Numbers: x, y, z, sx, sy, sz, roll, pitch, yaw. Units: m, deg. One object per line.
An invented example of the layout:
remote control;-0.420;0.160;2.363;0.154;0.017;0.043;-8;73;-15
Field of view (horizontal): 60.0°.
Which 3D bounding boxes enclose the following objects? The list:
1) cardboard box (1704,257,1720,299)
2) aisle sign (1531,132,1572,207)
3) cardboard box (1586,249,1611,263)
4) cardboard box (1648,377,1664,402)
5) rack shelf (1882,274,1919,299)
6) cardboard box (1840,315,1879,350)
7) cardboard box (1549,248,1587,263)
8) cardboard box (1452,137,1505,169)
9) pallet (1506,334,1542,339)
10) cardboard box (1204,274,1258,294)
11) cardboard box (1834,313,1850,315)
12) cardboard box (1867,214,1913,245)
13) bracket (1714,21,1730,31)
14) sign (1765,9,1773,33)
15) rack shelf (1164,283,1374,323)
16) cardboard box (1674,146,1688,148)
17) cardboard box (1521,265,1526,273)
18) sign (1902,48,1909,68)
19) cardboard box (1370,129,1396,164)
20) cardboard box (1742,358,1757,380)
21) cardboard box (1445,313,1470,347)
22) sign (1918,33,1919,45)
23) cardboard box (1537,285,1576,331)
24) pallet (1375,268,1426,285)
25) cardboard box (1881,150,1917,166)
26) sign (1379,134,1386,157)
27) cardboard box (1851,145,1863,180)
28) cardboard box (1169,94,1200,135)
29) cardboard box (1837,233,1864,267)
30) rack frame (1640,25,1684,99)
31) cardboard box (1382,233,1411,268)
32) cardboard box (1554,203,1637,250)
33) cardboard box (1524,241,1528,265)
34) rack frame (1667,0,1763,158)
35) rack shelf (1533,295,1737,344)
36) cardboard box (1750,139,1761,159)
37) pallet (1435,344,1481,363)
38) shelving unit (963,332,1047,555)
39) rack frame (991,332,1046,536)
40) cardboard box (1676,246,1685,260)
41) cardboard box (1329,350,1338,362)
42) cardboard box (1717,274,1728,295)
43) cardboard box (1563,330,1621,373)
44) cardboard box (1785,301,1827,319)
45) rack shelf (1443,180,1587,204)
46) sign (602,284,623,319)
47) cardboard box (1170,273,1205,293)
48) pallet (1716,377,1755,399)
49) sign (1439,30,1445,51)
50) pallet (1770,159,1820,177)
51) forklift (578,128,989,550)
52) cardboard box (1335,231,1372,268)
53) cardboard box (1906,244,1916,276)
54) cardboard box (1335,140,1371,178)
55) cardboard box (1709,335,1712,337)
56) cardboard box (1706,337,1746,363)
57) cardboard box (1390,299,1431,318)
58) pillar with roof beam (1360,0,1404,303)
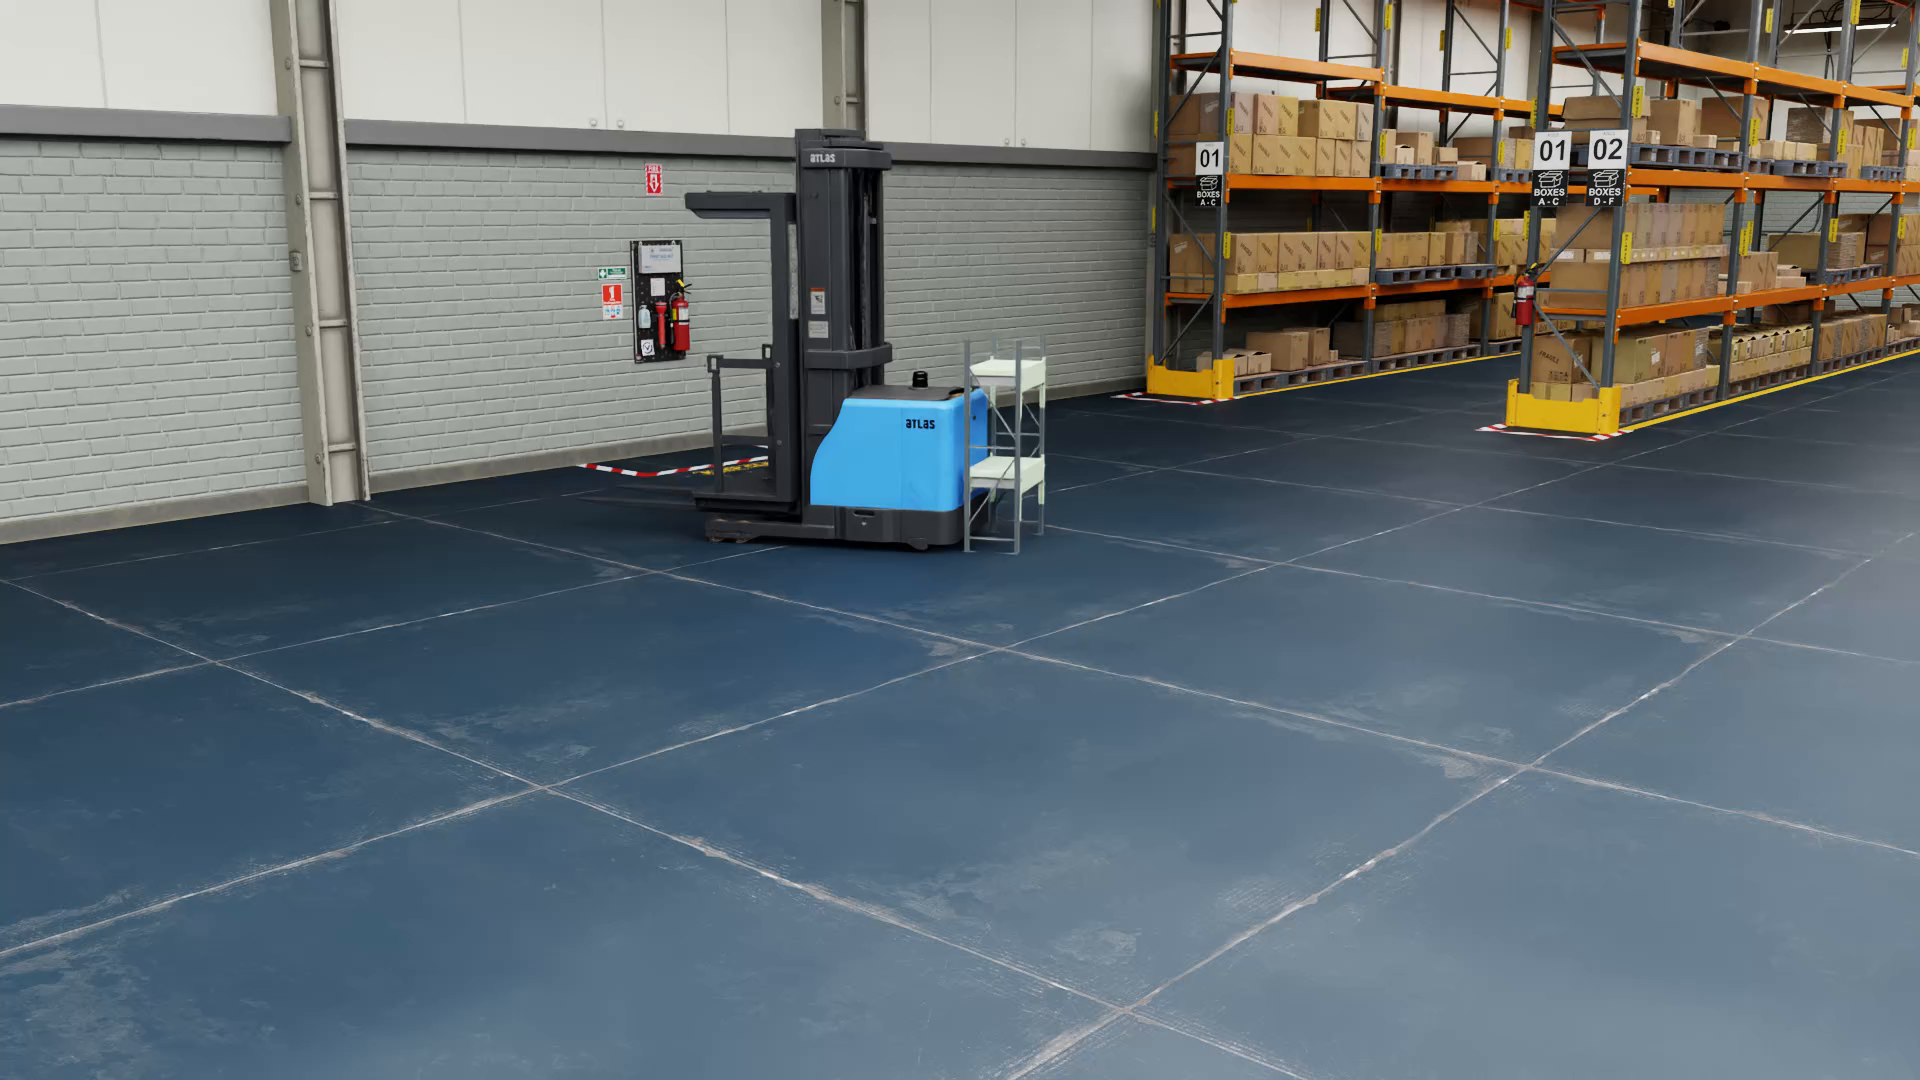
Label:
cardboard box;9.016;-3.281;20.726;0.700;0.500;0.500;9;15;39
aisle sign;6.400;-4.013;18.007;0.394;0.787;0.004;10;15;40
cardboard box;7.084;-3.107;18.196;0.380;0.149;0.250;10;15;40
cardboard box;7.842;-1.765;19.338;0.500;0.250;0.500;10;15;40
rack shelf;15.905;-4.417;28.503;1.077;0.370;4.000;10;15;40
cardboard box;14.142;-3.284;26.253;0.500;0.500;0.500;10;15;41
cardboard box;6.773;-3.158;18.451;0.380;0.149;0.250;9;15;39
cardboard box;8.492;-6.340;27.258;0.700;0.500;0.500;8;14;36
pallet;9.603;-3.444;28.916;1.003;0.211;1.213;10;15;40
cardboard box;3.501;-3.317;21.490;0.500;0.250;0.500;9;15;39
cardboard box;14.082;-3.426;26.962;0.500;0.500;0.500;9;14;38
cardboard box;15.107;-5.048;27.017;0.500;0.500;0.500;10;15;42
bracket;16.739;-11.284;36.540;0.235;0.232;0.430;10;15;40
sign;11.530;-7.394;23.670;0.100;0.325;0.005;10;15;40
rack shelf;4.260;-3.291;22.867;1.077;0.370;4.000;10;15;40
cardboard box;8.122;-4.868;19.576;0.637;0.503;0.797;-10;15;-41
cardboard box;9.441;-4.625;28.298;0.380;0.149;0.250;10;15;41
sign;16.818;-8.573;29.570;0.100;0.325;0.005;10;15;40
cardboard box;6.001;-5.734;24.276;0.500;0.500;0.500;-9;15;-39
cardboard box;10.095;-2.258;21.807;0.500;0.250;0.500;10;15;42
cardboard box;7.785;-3.404;26.854;0.700;0.500;0.500;10;15;41
sign;15.006;-7.882;25.910;0.100;0.325;0.005;10;15;40
cardboard box;10.530;-4.155;29.770;0.750;0.750;0.750;10;15;41
pallet;6.194;-3.938;24.758;1.003;0.211;1.213;10;15;40
cardboard box;15.092;-6.157;26.829;0.500;0.250;0.500;10;15;40
sign;5.993;-5.594;23.580;0.100;0.325;0.005;10;15;40
cardboard box;12.887;-5.627;24.811;0.910;0.500;0.500;10;15;40
cardboard box;3.028;-5.467;21.407;0.500;0.500;0.500;11;15;43
cardboard box;13.465;-4.462;25.567;0.700;0.500;0.500;6;13;26
rack frame;13.502;-8.646;32.522;1.000;3.000;0.127;10;15;40
cardboard box;6.316;-4.355;24.977;0.500;0.500;0.700;-10;15;-42
cardboard box;7.016;-3.470;18.358;0.700;0.500;0.500;10;15;41
cardboard box;9.415;-4.919;28.113;0.500;0.500;0.500;10;15;40
rack frame;9.304;-6.240;20.479;1.000;3.000;0.127;10;15;40
rack shelf;7.984;-2.651;19.664;1.077;0.370;4.000;10;15;40
cardboard box;10.078;-5.072;21.600;0.500;0.250;0.500;8;14;35
pallet;7.704;-3.044;26.915;1.003;0.211;1.213;10;15;40
shelving unit;0.326;-0.711;11.940;0.431;1.500;0.755;3;12;16
rack frame;0.427;-0.780;12.285;0.400;1.500;0.023;3;12;16
cardboard box;8.273;-3.372;19.522;0.380;0.149;0.250;10;15;42
cardboard box;5.250;-2.682;24.091;0.380;0.166;0.250;7;14;33
cardboard box;9.596;-3.303;21.472;0.500;0.250;0.500;11;16;44
cardboard box;7.443;-2.201;19.608;0.500;0.500;0.500;10;15;40
cardboard box;13.092;-3.572;25.783;0.500;0.250;0.500;9;15;39
rack shelf;9.541;-5.939;28.467;1.077;0.370;4.000;10;15;40
sign;-3.311;-2.273;15.840;0.001;0.329;0.234;10;15;40
cardboard box;3.103;-3.380;21.806;0.500;0.250;0.500;10;15;41
pallet;9.761;-2.044;21.907;1.003;0.211;1.213;10;15;40
sign;7.802;-8.076;26.879;0.100;0.325;0.005;10;15;40
pallet;10.828;-4.989;22.354;1.003;0.211;1.213;11;16;43
forklift;-1.358;-1.508;12.280;3.031;2.935;1.130;3;12;16
cardboard box;5.501;-4.133;23.661;0.500;0.500;0.500;10;15;40
cardboard box;15.462;-4.640;27.528;0.500;0.500;0.500;10;15;41
cardboard box;5.431;-5.361;23.431;0.500;0.500;0.500;10;15;42
cardboard box;9.695;-2.605;22.111;0.500;0.311;0.500;10;15;42
cardboard box;9.764;-2.459;21.383;0.500;0.311;0.500;10;15;41
cardboard box;7.026;-3.620;26.020;0.500;0.250;0.500;10;15;40
pillar with roof beam;9.947;-6.833;23.445;9.100;9.000;0.400;10;15;40
